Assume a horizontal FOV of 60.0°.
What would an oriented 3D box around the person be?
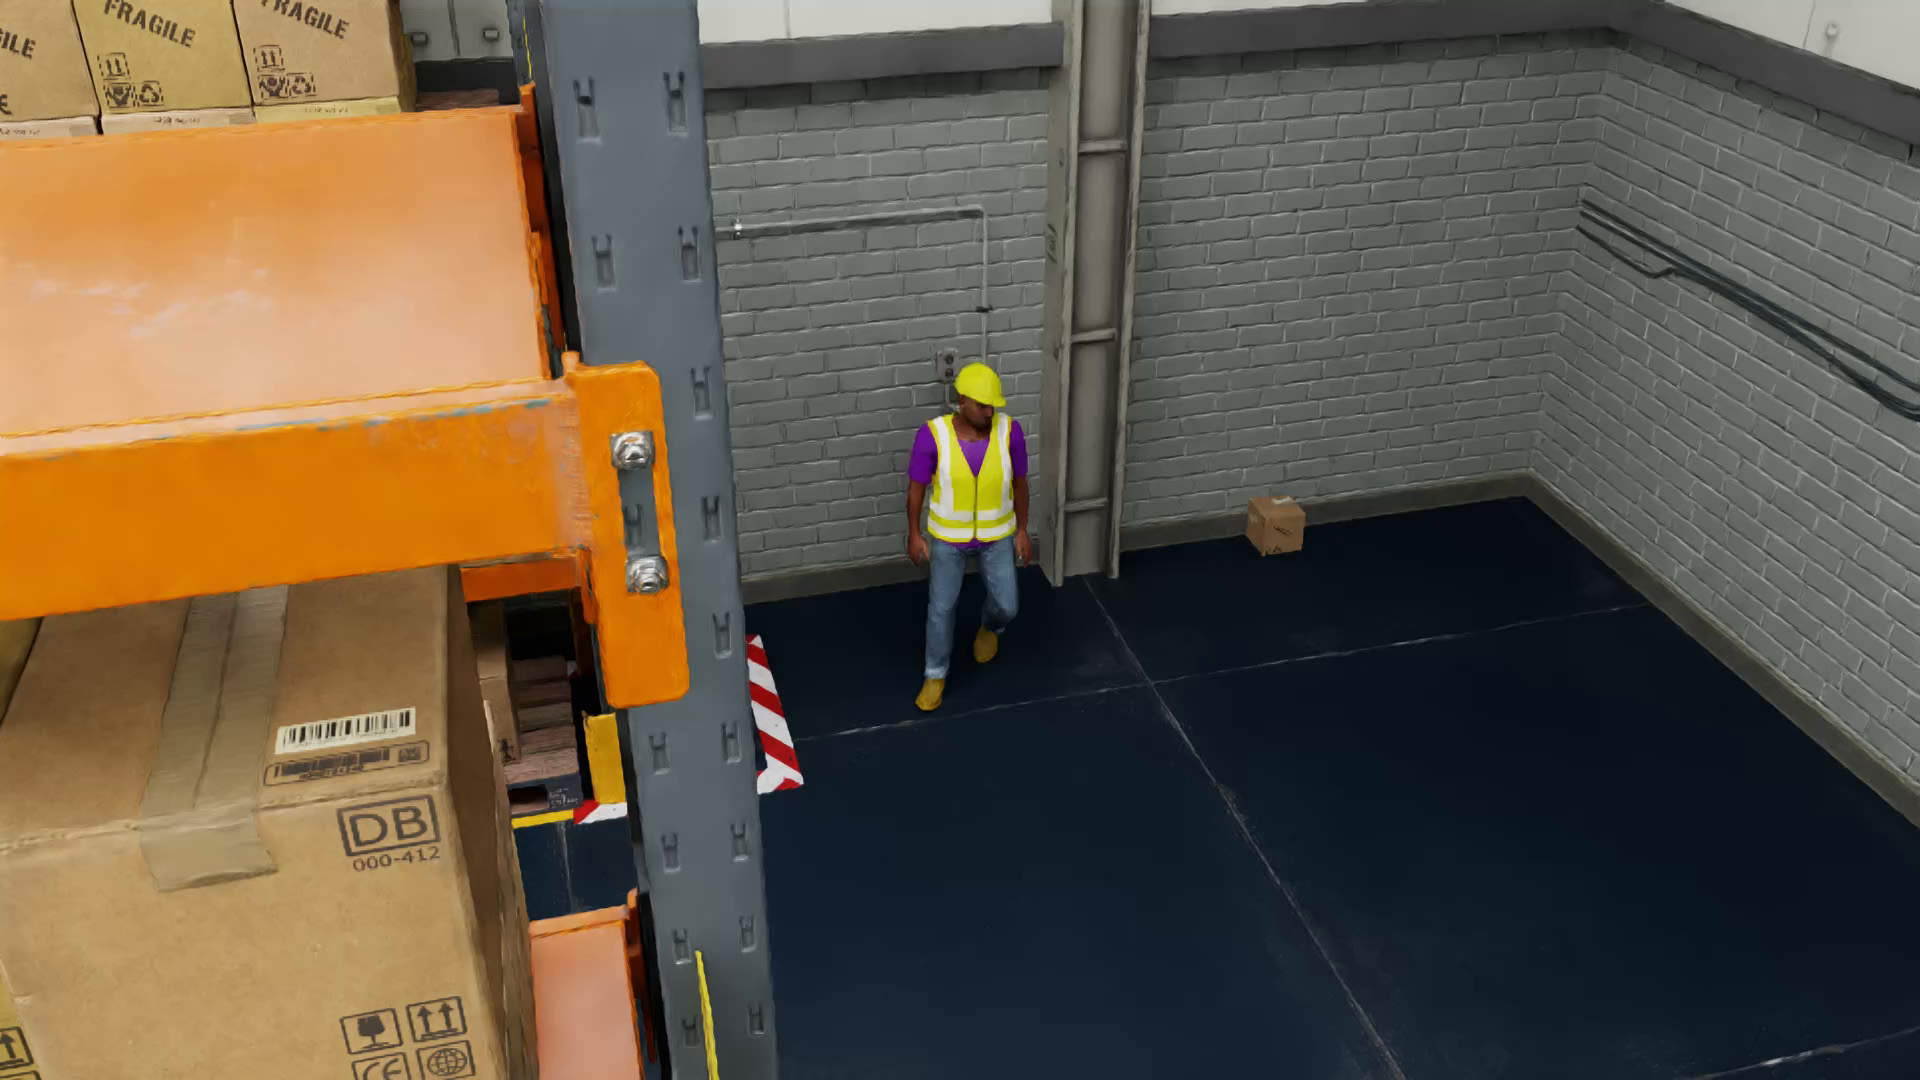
[{"bbox_3d":[0.041,-0.050,8.165,0.608,1.764,0.580,-4,30,-6],"label":"person"}]
